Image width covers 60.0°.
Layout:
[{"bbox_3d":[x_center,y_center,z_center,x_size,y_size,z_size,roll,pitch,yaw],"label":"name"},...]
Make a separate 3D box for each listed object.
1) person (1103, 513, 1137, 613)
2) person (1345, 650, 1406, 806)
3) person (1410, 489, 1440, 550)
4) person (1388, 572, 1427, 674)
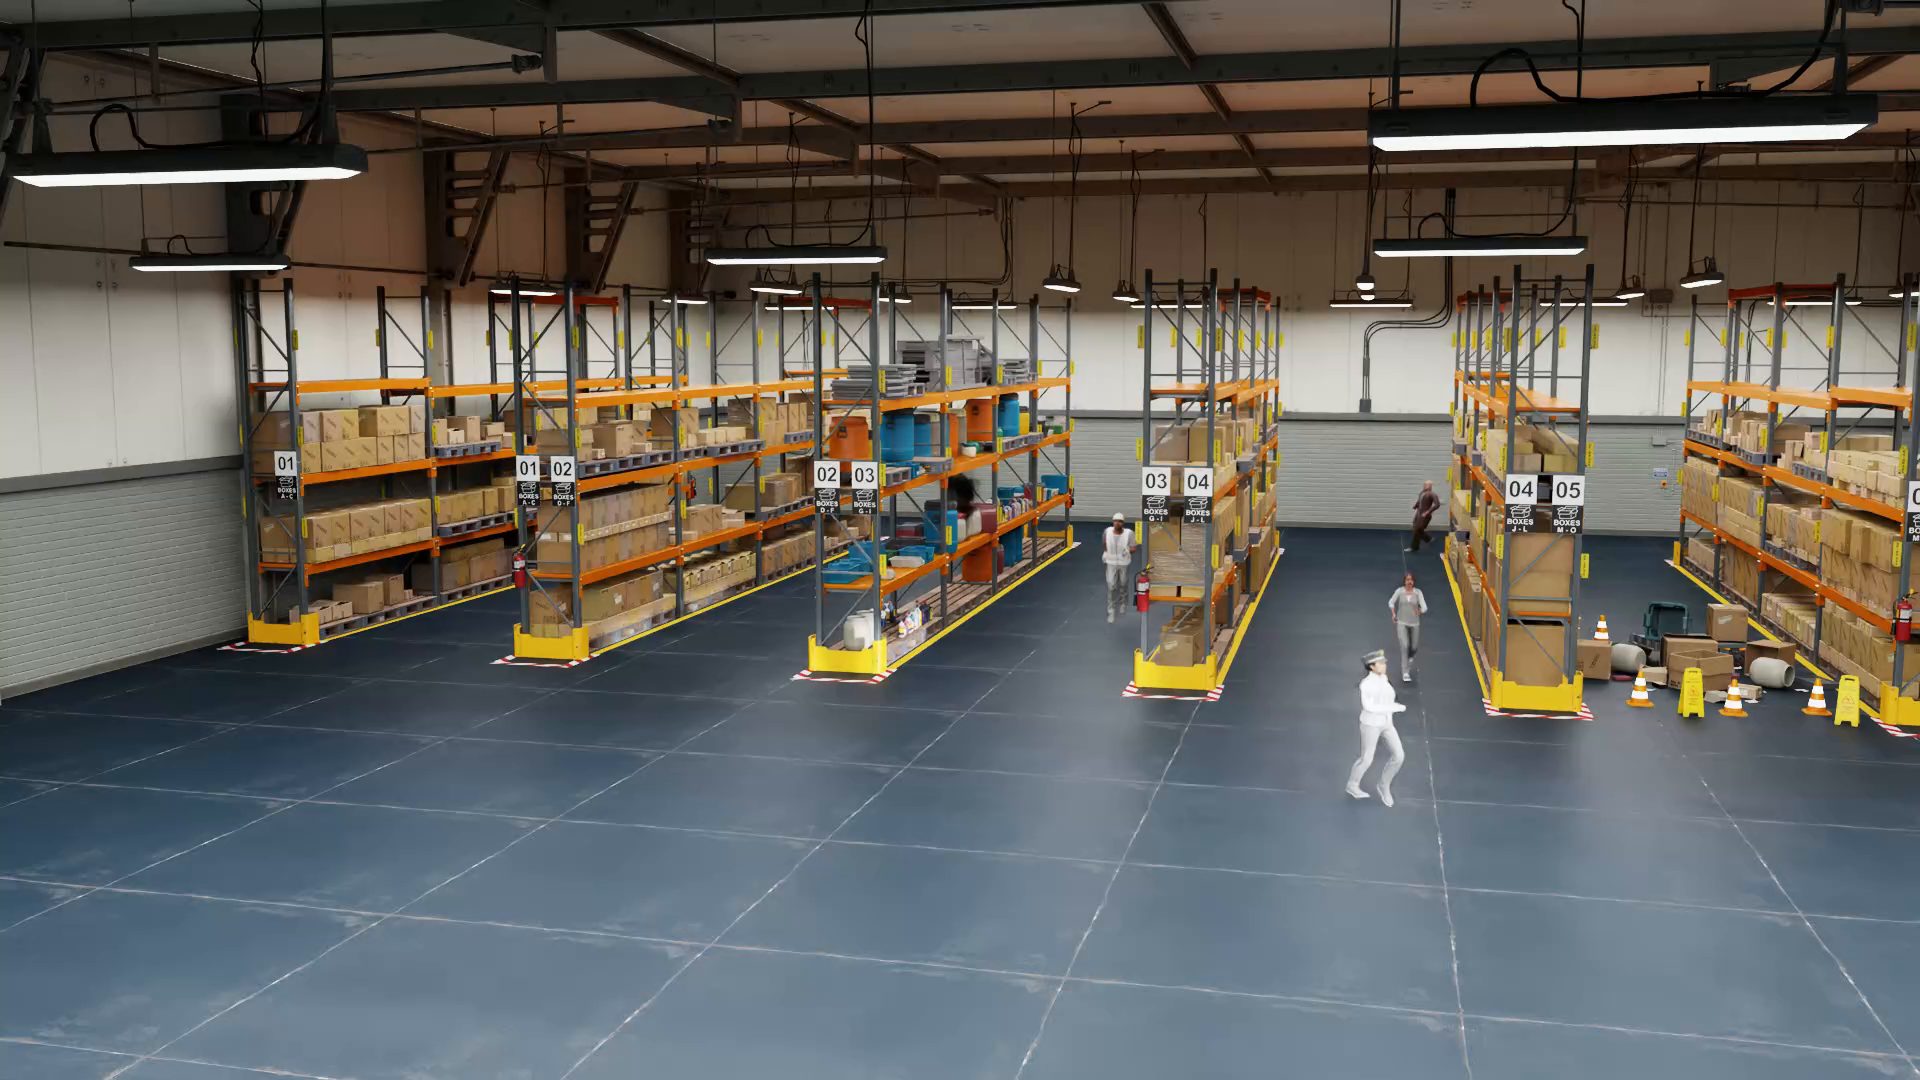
[{"bbox_3d":[2.719,0.372,28.359,0.596,1.708,0.687,1,7,9],"label":"person"},{"bbox_3d":[4.507,2.024,17.940,0.576,1.725,0.703,-5,9,-38],"label":"person"},{"bbox_3d":[10.979,-0.481,39.136,0.553,1.472,0.771,-2,7,-14],"label":"person"},{"bbox_3d":[6.652,1.224,24.733,0.547,1.503,0.717,1,7,9],"label":"person"}]
